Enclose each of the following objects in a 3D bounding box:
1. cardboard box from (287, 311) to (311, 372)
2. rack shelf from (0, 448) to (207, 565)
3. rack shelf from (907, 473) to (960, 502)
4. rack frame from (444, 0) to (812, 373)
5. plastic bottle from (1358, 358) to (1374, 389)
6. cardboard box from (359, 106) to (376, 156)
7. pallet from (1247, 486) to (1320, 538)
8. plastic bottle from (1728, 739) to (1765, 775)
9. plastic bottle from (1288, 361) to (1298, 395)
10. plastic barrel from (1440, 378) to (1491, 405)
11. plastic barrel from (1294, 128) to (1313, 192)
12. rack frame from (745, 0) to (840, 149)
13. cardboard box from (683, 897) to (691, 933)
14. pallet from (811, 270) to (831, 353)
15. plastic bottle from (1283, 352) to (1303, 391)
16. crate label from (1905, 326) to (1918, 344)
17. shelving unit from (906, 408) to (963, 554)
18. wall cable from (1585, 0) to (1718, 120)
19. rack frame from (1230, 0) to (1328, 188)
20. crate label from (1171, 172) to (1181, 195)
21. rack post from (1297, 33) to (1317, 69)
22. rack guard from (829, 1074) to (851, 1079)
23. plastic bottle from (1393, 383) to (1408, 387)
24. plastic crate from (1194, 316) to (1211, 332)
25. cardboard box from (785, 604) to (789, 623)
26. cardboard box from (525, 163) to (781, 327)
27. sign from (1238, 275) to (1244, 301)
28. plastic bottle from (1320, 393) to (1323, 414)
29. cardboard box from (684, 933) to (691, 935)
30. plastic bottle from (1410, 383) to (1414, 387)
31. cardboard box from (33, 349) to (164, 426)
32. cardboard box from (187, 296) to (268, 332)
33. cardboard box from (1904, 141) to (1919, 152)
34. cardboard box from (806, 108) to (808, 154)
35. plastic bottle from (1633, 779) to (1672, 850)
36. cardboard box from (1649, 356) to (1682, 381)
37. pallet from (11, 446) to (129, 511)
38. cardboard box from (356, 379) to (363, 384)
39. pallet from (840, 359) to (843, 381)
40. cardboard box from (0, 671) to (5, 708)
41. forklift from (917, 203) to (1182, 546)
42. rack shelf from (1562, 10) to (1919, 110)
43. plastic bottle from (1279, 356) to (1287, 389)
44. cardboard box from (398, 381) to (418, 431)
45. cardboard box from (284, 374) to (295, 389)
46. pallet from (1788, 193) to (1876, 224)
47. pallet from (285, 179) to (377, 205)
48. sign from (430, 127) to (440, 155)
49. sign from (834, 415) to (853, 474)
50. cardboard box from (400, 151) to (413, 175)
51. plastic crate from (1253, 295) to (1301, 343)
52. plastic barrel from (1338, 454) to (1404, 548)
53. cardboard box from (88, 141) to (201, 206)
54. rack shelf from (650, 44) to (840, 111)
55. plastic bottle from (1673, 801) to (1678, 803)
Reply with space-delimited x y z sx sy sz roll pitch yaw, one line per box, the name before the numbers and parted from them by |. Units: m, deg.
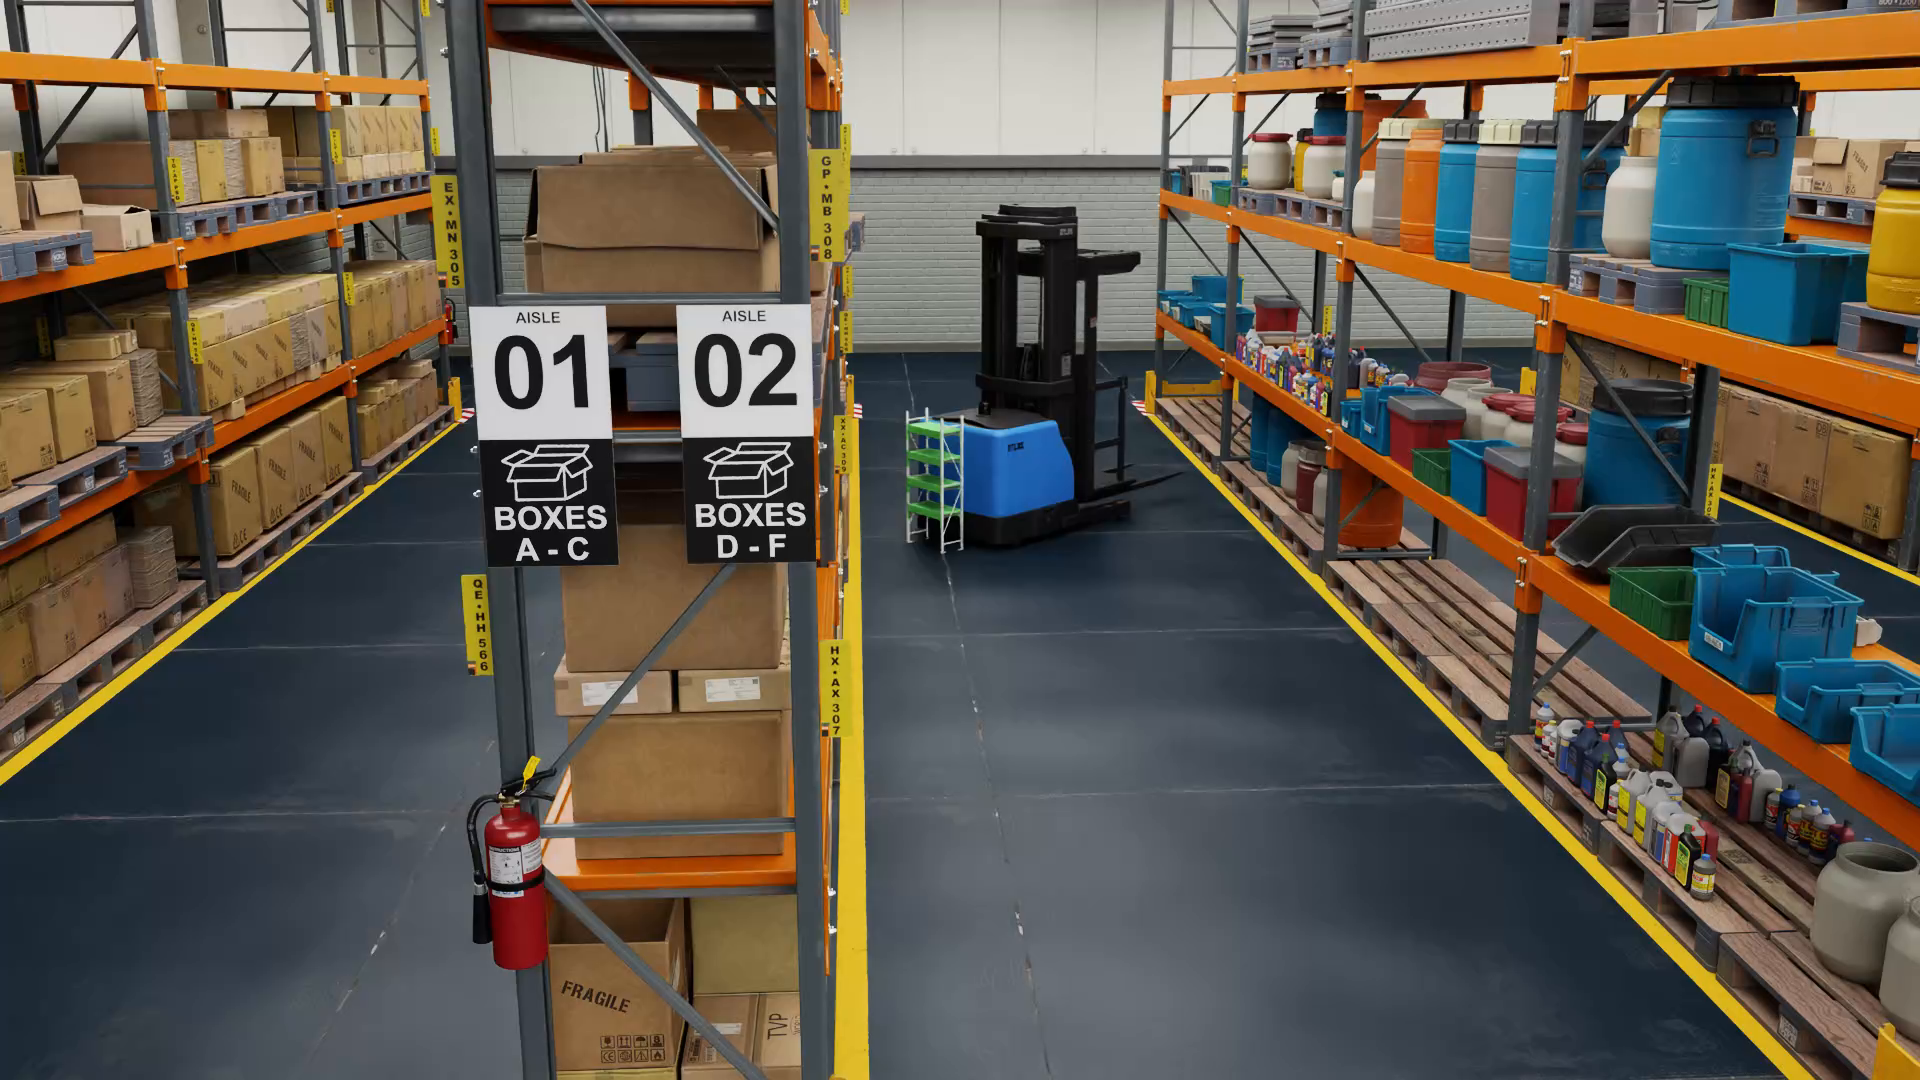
cardboard box | -6.290 -1.810 15.204 0.500 0.500 0.500 -1 14 -3
rack shelf | -6.263 -0.130 10.955 1.077 0.370 4.000 -1 14 -3
rack shelf | -0.225 -0.465 14.684 0.258 0.148 0.480 -12 18 -38
rack frame | -0.947 -1.969 4.619 1.000 3.000 0.127 -1 14 -3
plastic bottle | 3.711 -1.526 15.187 0.152 0.276 0.135 -1 14 -3
cardboard box | -6.437 -4.275 17.354 0.500 0.500 0.500 -1 14 -5
pallet | 3.338 -0.276 15.677 1.003 0.211 1.213 -1 14 -3
plastic bottle | 4.109 1.220 8.699 0.144 0.351 0.185 -1 14 -4
plastic bottle | 2.980 -1.450 14.878 0.061 0.283 0.133 -1 14 -3
plastic barrel | 3.778 -0.930 12.398 0.421 0.512 0.421 0 14 0
plastic barrel | 3.513 -3.647 15.940 0.600 0.588 0.600 0 14 0
rack frame | -1.691 -4.953 16.219 1.000 3.000 0.127 -1 14 -3
cardboard box | -1.354 1.324 7.030 0.500 0.500 0.500 -1 14 -3
pallet | -1.044 -0.954 6.871 1.003 0.211 1.213 -1 14 -3
plastic bottle | 3.011 -1.523 15.026 0.144 0.351 0.185 -1 14 -3
crate label | 4.211 -0.990 7.134 0.502 0.251 0.408 -1 14 -3
shelving unit | -0.225 -0.527 14.668 0.258 1.200 0.503 -12 18 -38
wall cable | 11.039 -9.118 25.947 2.277 5.999 0.120 -1 14 -3
rack frame | 3.254 -5.029 16.512 1.000 3.000 0.127 -1 14 -3
crate label | 2.740 -4.264 19.860 0.408 0.251 0.502 -1 14 -3
rack post | 3.506 -4.285 14.626 0.937 0.300 0.954 1 14 3
rack guard | -0.946 2.153 5.655 1.175 0.500 0.348 -1 14 -3
plastic bottle | 3.645 -1.179 13.837 0.152 0.276 0.135 -1 14 -3
plastic crate | 2.846 -2.453 18.950 0.293 0.136 0.466 -1 14 -3
cardboard box | -0.790 0.345 6.162 0.380 0.149 0.250 -1 14 -3
cardboard box | -0.978 -0.980 5.466 0.797 0.503 0.637 0 14 0
sign | 3.554 -3.210 21.154 0.100 0.325 0.005 -1 14 -3
plastic bottle | 3.062 -1.155 13.896 0.097 0.201 0.097 0 14 0
cardboard box | -1.351 1.687 7.124 0.500 0.250 0.500 -1 14 -3
plastic bottle | 3.797 -1.181 13.846 0.152 0.276 0.135 -1 14 -3
cardboard box | -6.348 -1.120 12.278 0.700 0.500 0.500 -3 15 -10
cardboard box | -6.226 -1.916 14.110 0.500 0.250 0.500 -1 14 -3
cardboard box | 8.335 -3.062 13.837 0.797 0.503 0.637 0 14 0
cardboard box | -1.495 -3.274 13.504 0.500 0.500 0.500 -1 14 -3
plastic bottle | 3.435 1.342 8.224 0.144 0.351 0.185 0 14 -1
cardboard box | 8.236 -1.540 18.412 0.875 0.875 0.875 -1 14 -3
pallet | -6.223 -0.391 10.912 1.003 0.211 1.213 -1 14 -3
cardboard box | -6.834 -1.685 18.429 0.380 0.149 0.250 -1 14 -3
pallet | -1.568 -1.444 15.003 1.003 0.211 1.213 -1 14 -3
cardboard box | -6.201 0.834 9.900 0.700 0.500 0.500 0 14 -2
forklift | 0.975 -1.665 15.617 1.130 2.935 3.031 13 19 41
rack shelf | 3.873 -2.000 6.986 1.077 0.370 4.000 -1 14 -3
plastic bottle | 2.960 -1.530 15.186 0.061 0.283 0.133 -1 14 -3
cardboard box | -6.676 -1.536 19.150 0.700 0.500 0.500 -1 14 -5
cardboard box | -6.296 -1.462 15.154 0.380 0.149 0.250 -1 14 -5
pallet | 8.280 -3.004 15.040 1.003 0.211 1.213 0 14 -1
pallet | -6.675 -3.584 17.094 1.003 0.211 1.213 -1 14 -3
sign | -6.340 -4.813 20.077 0.100 0.325 0.005 -1 14 -3
sign | -0.641 -0.525 9.150 0.100 0.325 0.005 -1 14 -3
cardboard box | -6.539 -4.290 18.917 0.500 0.250 0.500 -1 14 -6
plastic crate | 3.449 -2.409 18.122 0.402 0.464 0.583 -1 14 -3
plastic barrel | 3.454 -0.402 14.083 0.600 0.830 0.708 -1 14 -3
cardboard box | -6.559 -2.941 13.332 0.700 0.500 0.500 -2 15 -7
rack shelf | -1.319 -2.919 10.558 1.077 0.370 4.000 -1 14 -3
plastic bottle | 3.552 1.402 8.292 0.097 0.201 0.097 0 14 0
